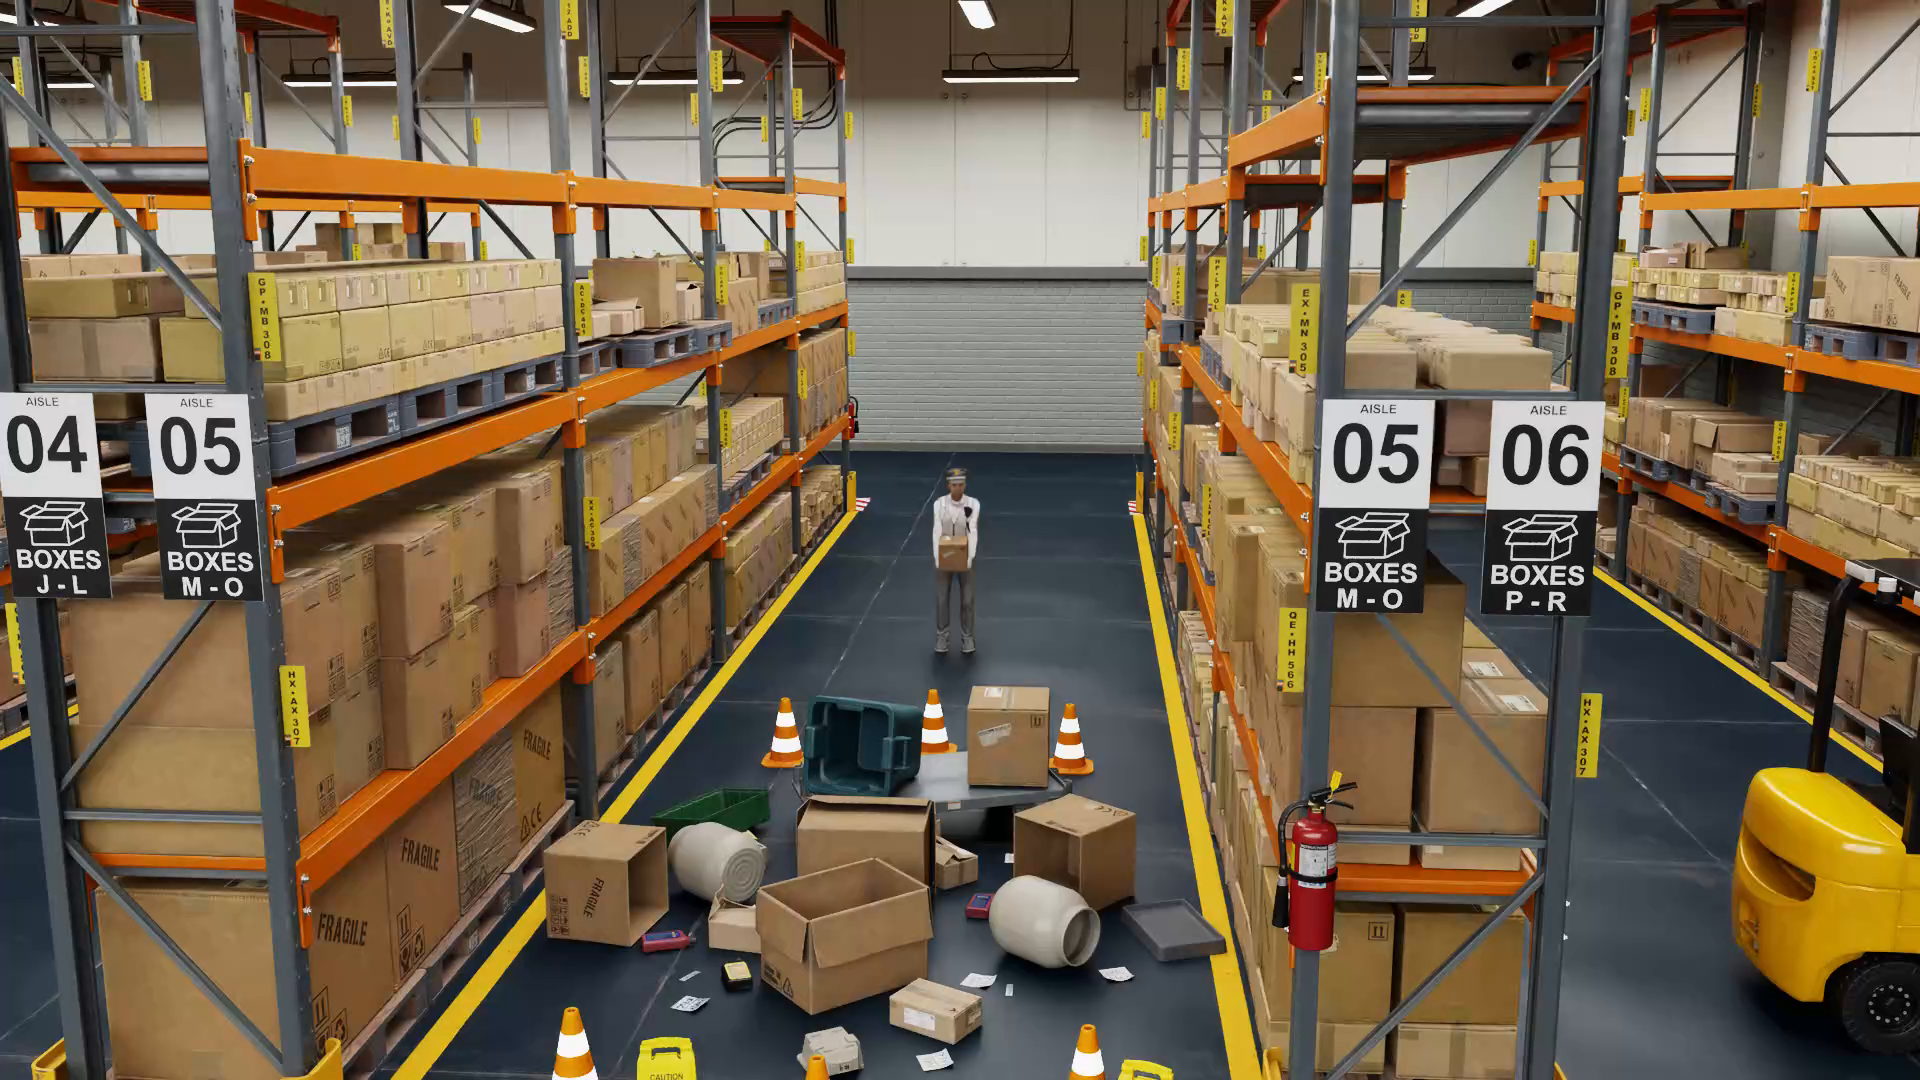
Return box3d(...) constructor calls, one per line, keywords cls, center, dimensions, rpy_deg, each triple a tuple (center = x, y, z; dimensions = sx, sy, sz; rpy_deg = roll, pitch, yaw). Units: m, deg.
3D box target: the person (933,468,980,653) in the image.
box3d(cls="person", center=(-0.035, 0.186, 14.928), dimensions=(0.416, 1.684, 0.530), rpy_deg=(1, 11, 3))
